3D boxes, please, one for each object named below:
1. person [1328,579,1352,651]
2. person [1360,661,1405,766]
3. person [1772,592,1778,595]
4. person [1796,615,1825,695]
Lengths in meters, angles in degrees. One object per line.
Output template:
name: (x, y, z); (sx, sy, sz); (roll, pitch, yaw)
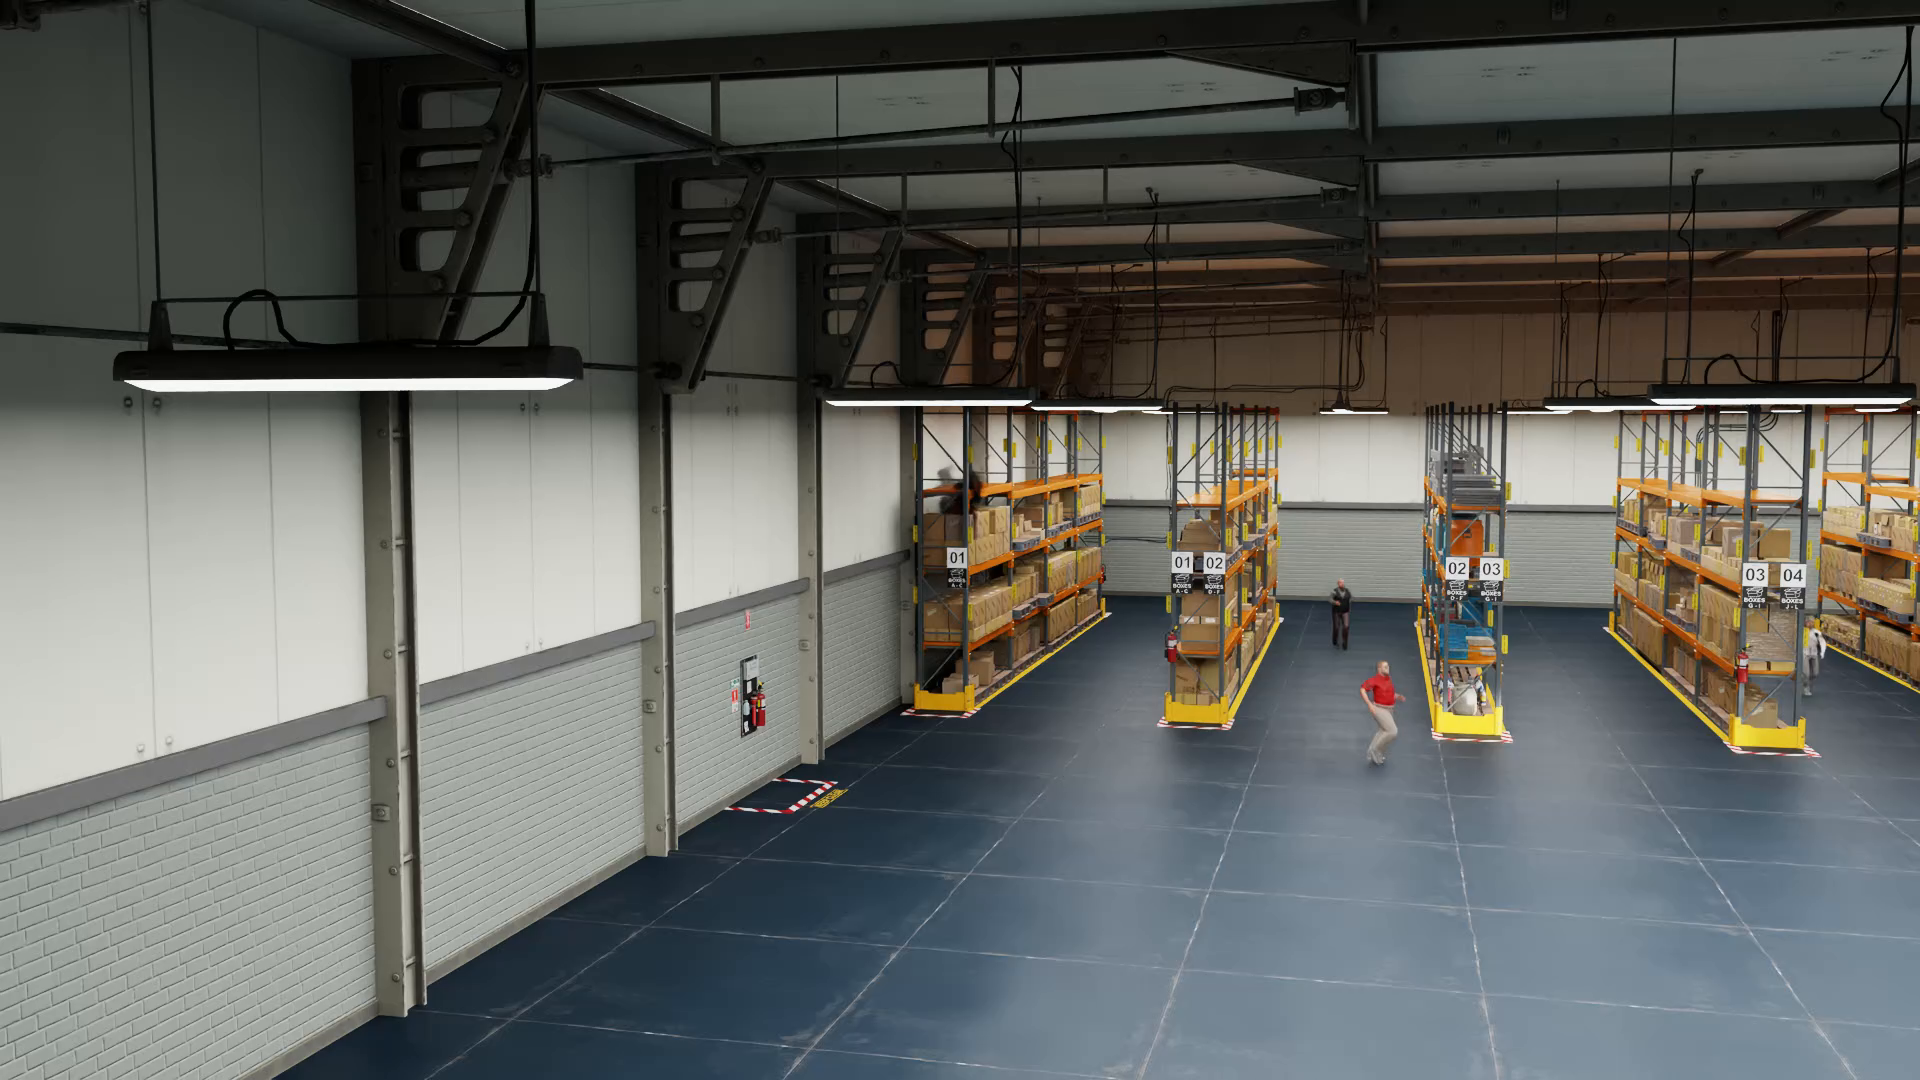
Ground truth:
person: (9.410, 1.873, 41.144); (0.606, 1.690, 0.852); (0, 4, 3)
person: (7.003, 2.850, 27.378); (0.669, 1.717, 0.645); (3, 5, 39)
person: (20.930, 1.721, 43.208); (0.869, 1.630, 0.614); (-4, 6, -43)
person: (17.500, 2.361, 34.308); (0.667, 1.644, 0.551); (1, 4, 9)
